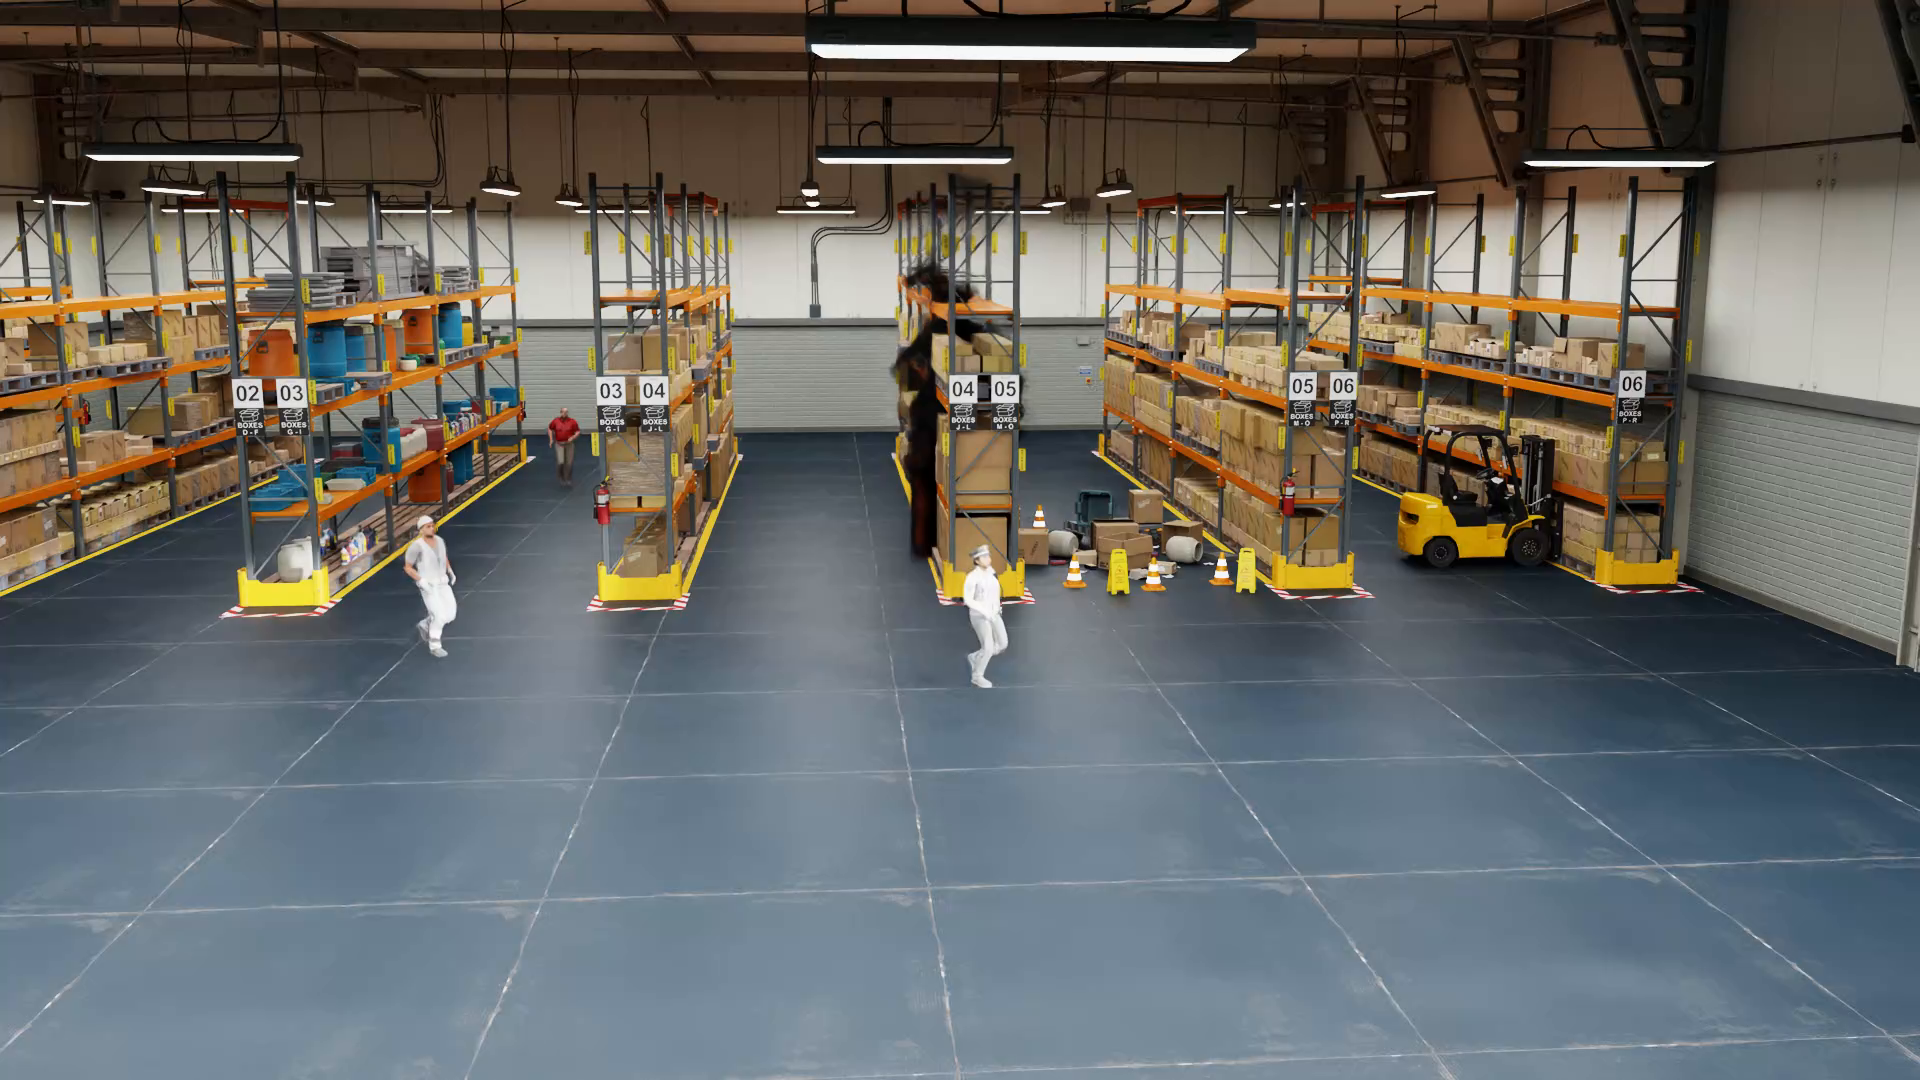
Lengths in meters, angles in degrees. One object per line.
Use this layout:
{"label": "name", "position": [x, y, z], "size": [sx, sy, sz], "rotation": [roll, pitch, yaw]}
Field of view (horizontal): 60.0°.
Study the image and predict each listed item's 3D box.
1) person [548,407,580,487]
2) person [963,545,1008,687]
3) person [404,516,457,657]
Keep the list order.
{"label": "person", "position": [-8.278, -1.950, 34.823], "size": [0.637, 1.688, 0.741], "rotation": [-3, 10, -16]}
{"label": "person", "position": [0.290, 0.864, 19.086], "size": [0.492, 1.663, 0.624], "rotation": [8, 13, 37]}
{"label": "person", "position": [-6.545, 0.559, 20.551], "size": [0.564, 1.749, 0.653], "rotation": [6, 12, 31]}
